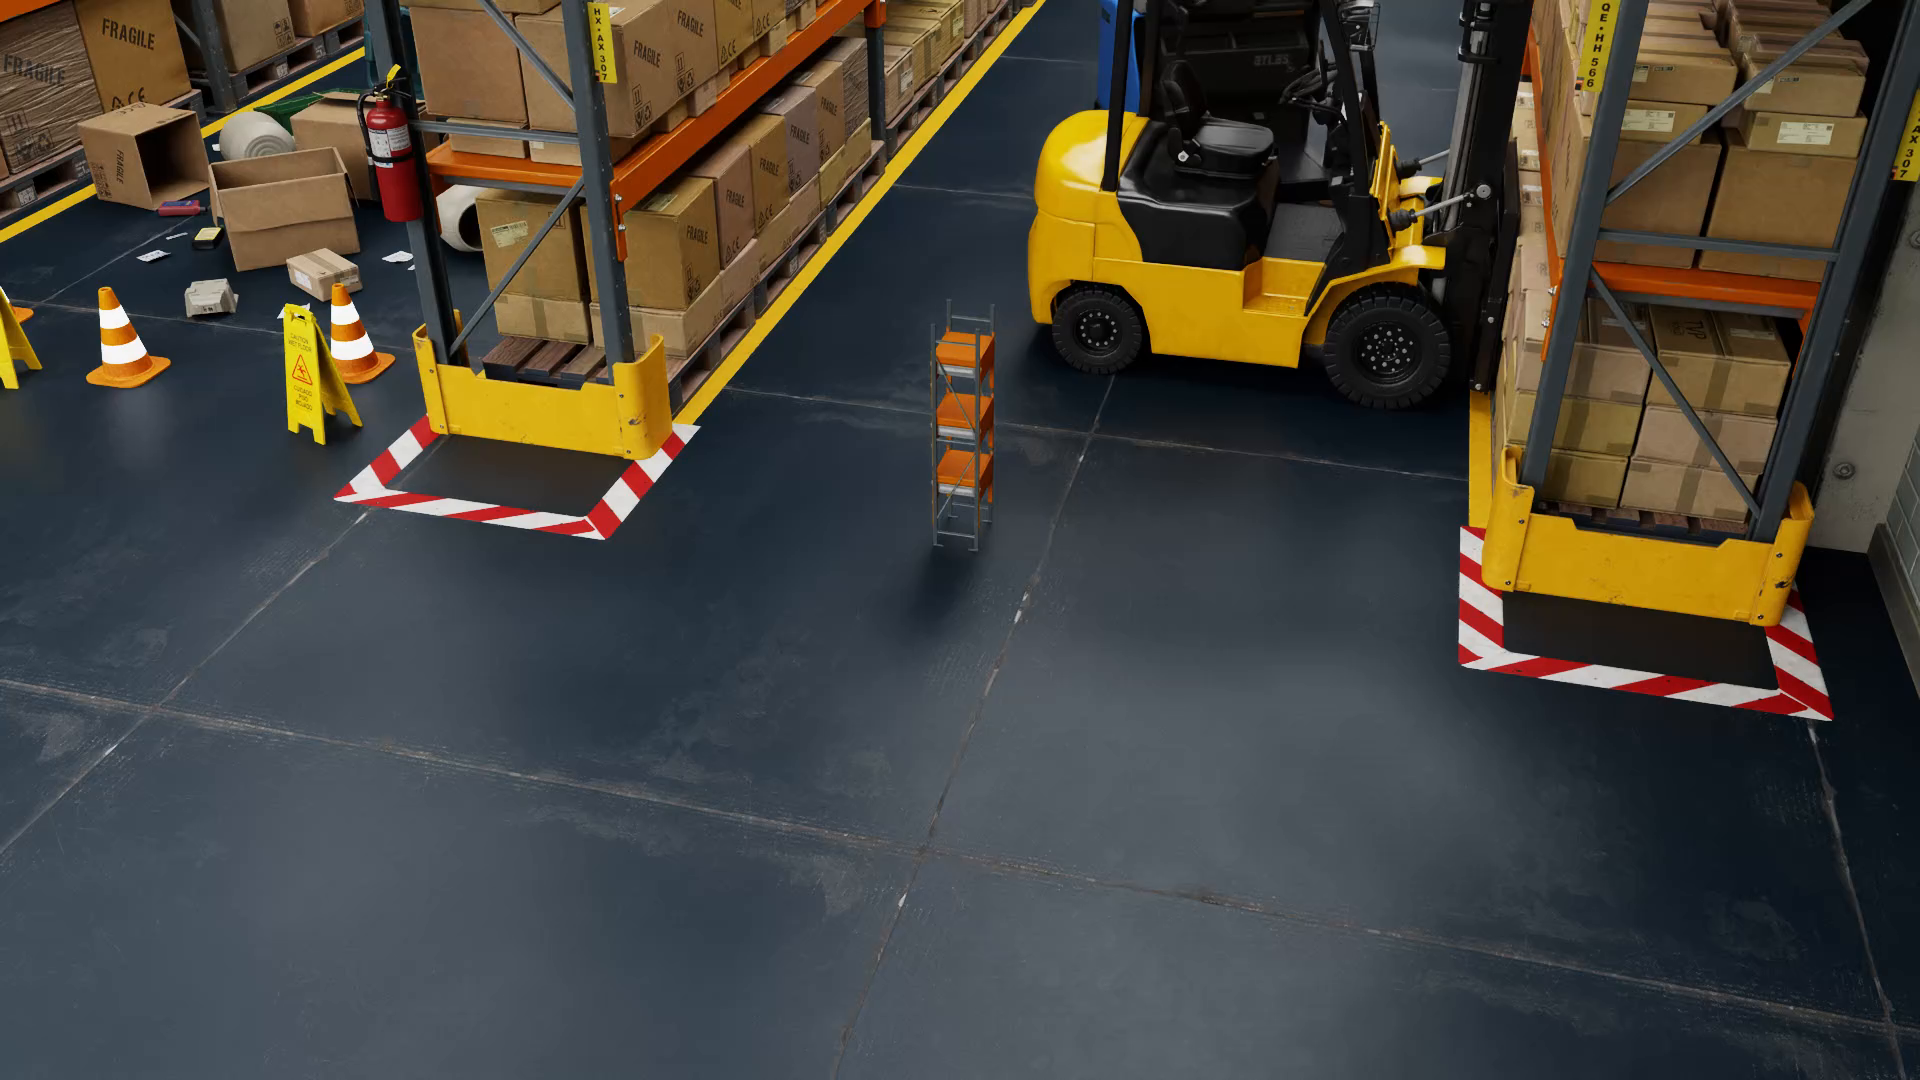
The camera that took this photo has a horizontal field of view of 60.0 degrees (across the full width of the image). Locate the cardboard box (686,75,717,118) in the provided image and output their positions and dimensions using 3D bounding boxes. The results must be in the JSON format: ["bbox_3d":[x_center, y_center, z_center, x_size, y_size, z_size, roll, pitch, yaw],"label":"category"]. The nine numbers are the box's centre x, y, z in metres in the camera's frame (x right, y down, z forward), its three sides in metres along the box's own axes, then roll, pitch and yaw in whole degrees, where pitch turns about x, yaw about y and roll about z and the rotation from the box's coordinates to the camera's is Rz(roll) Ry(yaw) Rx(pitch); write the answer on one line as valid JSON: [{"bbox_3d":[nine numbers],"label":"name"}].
[{"bbox_3d":[-1.417,-2.191,8.135,0.380,0.149,0.250,9,33,13],"label":"cardboard box"}]

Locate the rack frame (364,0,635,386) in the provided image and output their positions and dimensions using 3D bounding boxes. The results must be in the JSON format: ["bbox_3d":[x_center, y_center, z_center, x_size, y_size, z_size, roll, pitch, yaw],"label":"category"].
[{"bbox_3d":[-2.008,-1.764,7.229,1.000,3.000,0.127,8,33,12],"label":"rack frame"}]

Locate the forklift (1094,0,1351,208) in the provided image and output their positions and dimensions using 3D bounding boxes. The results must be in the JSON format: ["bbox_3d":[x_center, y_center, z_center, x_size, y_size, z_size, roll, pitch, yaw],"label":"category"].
[{"bbox_3d":[1.709,-3.304,9.715,1.130,2.935,3.031,-6,33,-9],"label":"forklift"}]

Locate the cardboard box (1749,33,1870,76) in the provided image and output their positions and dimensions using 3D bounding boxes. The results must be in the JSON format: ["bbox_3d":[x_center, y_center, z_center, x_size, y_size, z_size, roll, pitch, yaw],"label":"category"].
[{"bbox_3d":[3.214,-1.806,6.320,0.380,0.149,0.250,9,34,14],"label":"cardboard box"}]

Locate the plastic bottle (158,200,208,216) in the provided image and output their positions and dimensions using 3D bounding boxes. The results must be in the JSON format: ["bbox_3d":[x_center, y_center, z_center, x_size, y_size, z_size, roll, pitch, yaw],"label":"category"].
[{"bbox_3d":[-4.887,-2.093,10.486,0.283,0.061,0.133,-3,33,-4],"label":"plastic bottle"}]

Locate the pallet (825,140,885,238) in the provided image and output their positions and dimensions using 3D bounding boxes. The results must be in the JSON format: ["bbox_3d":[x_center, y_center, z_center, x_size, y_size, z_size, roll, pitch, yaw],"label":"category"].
[{"bbox_3d":[-1.129,-2.310,10.686,1.003,0.211,1.213,8,33,12],"label":"pallet"}]

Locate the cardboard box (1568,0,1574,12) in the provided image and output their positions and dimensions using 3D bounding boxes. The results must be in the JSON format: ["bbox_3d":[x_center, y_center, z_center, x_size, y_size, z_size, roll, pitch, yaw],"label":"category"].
[{"bbox_3d":[3.062,-2.553,7.772,0.380,0.149,0.250,7,33,11],"label":"cardboard box"}]

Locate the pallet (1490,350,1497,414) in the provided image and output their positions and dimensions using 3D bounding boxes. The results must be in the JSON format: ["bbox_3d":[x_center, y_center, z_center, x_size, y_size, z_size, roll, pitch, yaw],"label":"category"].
[{"bbox_3d":[3.259,-0.947,8.543,1.003,0.211,1.213,8,33,12],"label":"pallet"}]

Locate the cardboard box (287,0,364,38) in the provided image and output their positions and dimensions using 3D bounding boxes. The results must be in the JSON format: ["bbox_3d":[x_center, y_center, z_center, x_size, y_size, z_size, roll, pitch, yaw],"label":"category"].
[{"bbox_3d":[-5.488,-4.524,13.275,1.050,0.750,0.750,8,33,12],"label":"cardboard box"}]

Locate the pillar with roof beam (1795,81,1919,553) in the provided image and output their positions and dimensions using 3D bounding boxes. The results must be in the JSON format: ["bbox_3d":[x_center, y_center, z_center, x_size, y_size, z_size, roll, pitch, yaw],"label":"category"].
[{"bbox_3d":[-0.321,-4.447,5.857,9.100,9.000,0.400,8,33,12],"label":"pillar with roof beam"}]

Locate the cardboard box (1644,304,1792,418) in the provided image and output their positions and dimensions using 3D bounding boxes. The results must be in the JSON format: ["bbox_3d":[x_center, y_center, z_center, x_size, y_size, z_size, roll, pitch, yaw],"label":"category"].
[{"bbox_3d":[3.099,-0.753,6.878,0.500,0.250,0.500,8,33,12],"label":"cardboard box"}]

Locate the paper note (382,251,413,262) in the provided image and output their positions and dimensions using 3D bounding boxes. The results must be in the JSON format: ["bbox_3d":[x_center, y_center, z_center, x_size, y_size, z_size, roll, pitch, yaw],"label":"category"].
[{"bbox_3d":[-3.333,-1.688,9.888,0.148,0.019,0.142,20,38,29],"label":"paper note"}]

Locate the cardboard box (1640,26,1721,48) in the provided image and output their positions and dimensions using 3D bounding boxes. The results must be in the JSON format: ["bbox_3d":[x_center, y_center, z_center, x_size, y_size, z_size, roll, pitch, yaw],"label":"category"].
[{"bbox_3d":[2.714,-1.879,6.434,0.380,0.149,0.250,8,33,12],"label":"cardboard box"}]

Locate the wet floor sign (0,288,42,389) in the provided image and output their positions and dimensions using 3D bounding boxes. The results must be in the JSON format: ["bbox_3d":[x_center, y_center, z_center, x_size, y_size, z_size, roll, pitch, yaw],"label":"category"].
[{"bbox_3d":[-4.914,-1.107,8.391,0.267,0.644,0.232,3,33,4],"label":"wet floor sign"}]

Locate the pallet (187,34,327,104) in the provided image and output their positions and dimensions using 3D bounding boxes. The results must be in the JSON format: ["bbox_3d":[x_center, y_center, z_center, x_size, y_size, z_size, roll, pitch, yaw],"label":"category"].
[{"bbox_3d":[-5.684,-3.695,12.866,1.003,0.211,1.213,8,33,12],"label":"pallet"}]

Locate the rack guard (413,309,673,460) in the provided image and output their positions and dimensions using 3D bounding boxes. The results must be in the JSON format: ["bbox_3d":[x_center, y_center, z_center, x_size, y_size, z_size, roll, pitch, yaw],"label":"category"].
[{"bbox_3d":[-1.989,-0.749,7.962,1.175,0.500,0.348,8,33,12],"label":"rack guard"}]

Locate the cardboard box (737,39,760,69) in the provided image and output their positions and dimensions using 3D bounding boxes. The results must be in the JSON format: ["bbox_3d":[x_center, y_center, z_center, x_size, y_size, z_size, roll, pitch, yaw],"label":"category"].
[{"bbox_3d":[-1.279,-2.608,8.791,0.380,0.149,0.250,7,33,11],"label":"cardboard box"}]

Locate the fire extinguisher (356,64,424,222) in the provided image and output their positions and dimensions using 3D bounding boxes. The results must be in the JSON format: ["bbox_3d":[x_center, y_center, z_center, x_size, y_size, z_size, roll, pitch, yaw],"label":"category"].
[{"bbox_3d":[-2.483,-1.735,7.255,0.296,0.674,0.183,8,33,12],"label":"fire extinguisher"}]

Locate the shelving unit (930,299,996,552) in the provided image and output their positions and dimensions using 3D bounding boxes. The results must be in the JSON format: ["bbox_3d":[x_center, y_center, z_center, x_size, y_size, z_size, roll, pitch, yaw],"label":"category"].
[{"bbox_3d":[0.014,-0.471,7.012,0.215,1.050,0.252,8,33,12],"label":"shelving unit"}]

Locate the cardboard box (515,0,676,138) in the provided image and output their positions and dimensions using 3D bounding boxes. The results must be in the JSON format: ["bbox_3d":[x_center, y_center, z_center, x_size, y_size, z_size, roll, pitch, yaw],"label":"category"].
[{"bbox_3d":[-1.620,-2.140,7.450,0.500,0.500,0.500,8,33,12],"label":"cardboard box"}]

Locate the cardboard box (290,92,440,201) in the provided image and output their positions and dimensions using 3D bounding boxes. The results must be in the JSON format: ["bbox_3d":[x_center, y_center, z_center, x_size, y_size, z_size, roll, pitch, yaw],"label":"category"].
[{"bbox_3d":[-3.782,-2.510,10.603,0.797,0.637,0.503,8,33,12],"label":"cardboard box"}]

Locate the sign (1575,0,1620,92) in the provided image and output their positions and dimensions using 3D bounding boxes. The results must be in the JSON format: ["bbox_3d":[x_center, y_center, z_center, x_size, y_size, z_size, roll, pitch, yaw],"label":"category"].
[{"bbox_3d":[2.273,-1.760,5.922,0.100,0.325,0.005,8,33,12],"label":"sign"}]

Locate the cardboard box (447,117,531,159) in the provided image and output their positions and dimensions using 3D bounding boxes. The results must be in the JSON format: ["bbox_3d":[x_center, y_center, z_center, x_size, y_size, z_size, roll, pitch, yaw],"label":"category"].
[{"bbox_3d":[-2.120,-1.881,7.647,0.380,0.149,0.250,9,34,14],"label":"cardboard box"}]

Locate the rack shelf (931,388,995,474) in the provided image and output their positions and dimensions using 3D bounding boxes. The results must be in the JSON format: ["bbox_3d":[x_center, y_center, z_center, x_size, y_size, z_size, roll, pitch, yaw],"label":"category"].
[{"bbox_3d":[0.014,-0.462,7.018,0.215,0.259,0.240,8,33,12],"label":"rack shelf"}]

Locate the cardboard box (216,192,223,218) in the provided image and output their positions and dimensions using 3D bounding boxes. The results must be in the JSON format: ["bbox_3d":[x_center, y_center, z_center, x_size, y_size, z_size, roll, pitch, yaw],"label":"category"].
[{"bbox_3d":[-4.461,-2.165,10.408,0.396,0.266,0.258,14,35,21],"label":"cardboard box"}]

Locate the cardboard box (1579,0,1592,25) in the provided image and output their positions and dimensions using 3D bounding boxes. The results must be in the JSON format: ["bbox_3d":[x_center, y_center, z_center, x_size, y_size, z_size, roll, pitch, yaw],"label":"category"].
[{"bbox_3d":[2.848,-2.287,7.077,0.380,0.149,0.250,9,33,14],"label":"cardboard box"}]

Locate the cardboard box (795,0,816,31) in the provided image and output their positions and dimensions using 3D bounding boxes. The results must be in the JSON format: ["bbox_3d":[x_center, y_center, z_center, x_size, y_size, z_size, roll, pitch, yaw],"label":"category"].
[{"bbox_3d":[-1.034,-2.998,9.404,0.380,0.149,0.250,8,33,12],"label":"cardboard box"}]

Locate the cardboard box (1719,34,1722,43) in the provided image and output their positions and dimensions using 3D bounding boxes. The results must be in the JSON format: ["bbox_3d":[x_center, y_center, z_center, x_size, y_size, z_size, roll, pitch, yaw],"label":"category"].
[{"bbox_3d":[3.526,-2.204,7.224,0.380,0.149,0.250,9,34,14],"label":"cardboard box"}]

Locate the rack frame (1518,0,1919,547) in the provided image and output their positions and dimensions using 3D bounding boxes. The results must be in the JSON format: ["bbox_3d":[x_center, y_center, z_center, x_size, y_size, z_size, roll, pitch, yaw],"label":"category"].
[{"bbox_3d":[2.794,-1.090,6.169,1.000,3.000,0.127,8,33,12],"label":"rack frame"}]

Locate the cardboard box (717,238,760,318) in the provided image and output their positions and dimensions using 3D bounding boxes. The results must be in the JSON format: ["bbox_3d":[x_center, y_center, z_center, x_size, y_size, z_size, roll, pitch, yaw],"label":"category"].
[{"bbox_3d":[-1.399,-1.426,8.868,0.500,0.250,0.500,9,34,14],"label":"cardboard box"}]

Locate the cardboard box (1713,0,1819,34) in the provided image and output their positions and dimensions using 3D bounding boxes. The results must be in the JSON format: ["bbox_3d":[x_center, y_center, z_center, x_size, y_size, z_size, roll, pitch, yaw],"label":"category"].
[{"bbox_3d":[3.358,-2.214,6.961,0.380,0.149,0.250,9,34,14],"label":"cardboard box"}]

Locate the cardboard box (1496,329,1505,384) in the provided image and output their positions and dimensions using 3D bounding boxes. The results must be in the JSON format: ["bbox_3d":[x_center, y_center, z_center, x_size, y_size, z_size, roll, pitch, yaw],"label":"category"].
[{"bbox_3d":[2.879,-0.909,8.056,0.500,0.250,0.500,8,33,13],"label":"cardboard box"}]

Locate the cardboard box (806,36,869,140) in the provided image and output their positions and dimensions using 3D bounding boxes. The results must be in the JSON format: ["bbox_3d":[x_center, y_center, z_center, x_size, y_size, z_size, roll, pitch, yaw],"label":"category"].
[{"bbox_3d":[-0.883,-2.830,10.378,0.500,0.500,0.500,8,33,12],"label":"cardboard box"}]

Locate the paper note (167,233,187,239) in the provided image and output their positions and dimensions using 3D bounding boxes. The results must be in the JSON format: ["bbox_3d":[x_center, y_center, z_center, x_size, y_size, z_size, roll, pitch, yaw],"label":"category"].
[{"bbox_3d":[-4.787,-1.859,10.165,0.032,0.001,0.123,28,42,36],"label":"paper note"}]

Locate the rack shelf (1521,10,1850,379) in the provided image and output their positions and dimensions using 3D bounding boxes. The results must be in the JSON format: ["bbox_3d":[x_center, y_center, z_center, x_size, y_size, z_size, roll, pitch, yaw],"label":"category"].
[{"bbox_3d":[3.302,-1.825,7.995,1.077,0.370,4.000,8,33,12],"label":"rack shelf"}]

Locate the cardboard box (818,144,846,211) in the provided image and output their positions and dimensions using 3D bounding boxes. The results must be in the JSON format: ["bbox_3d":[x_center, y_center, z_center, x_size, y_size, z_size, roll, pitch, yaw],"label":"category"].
[{"bbox_3d":[-1.008,-2.236,10.142,0.500,0.250,0.500,7,33,11],"label":"cardboard box"}]

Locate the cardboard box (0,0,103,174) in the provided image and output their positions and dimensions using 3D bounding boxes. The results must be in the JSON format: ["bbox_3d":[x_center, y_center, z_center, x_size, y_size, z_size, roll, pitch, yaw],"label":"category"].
[{"bbox_3d":[-6.259,-2.957,10.694,0.875,0.875,0.875,8,33,13],"label":"cardboard box"}]

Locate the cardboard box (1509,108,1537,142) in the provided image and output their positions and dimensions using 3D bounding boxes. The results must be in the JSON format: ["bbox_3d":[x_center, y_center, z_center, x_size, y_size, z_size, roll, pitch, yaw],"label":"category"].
[{"bbox_3d":[3.243,-2.132,9.048,0.500,0.250,0.500,8,33,12],"label":"cardboard box"}]

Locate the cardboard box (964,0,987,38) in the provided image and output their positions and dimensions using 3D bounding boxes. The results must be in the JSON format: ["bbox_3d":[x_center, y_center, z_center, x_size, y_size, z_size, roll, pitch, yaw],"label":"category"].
[{"bbox_3d":[-0.310,-4.308,13.288,0.950,0.372,0.625,7,33,11],"label":"cardboard box"}]

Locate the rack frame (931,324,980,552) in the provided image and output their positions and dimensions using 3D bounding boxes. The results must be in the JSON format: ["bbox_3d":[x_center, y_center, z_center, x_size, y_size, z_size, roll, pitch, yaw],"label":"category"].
[{"bbox_3d":[-0.017,-0.408,6.912,0.200,1.050,0.008,8,33,12],"label":"rack frame"}]

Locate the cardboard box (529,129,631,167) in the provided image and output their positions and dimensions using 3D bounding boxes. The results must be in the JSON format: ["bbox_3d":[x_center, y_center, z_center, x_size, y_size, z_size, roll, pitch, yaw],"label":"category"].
[{"bbox_3d":[-1.722,-1.806,7.529,0.380,0.149,0.250,8,33,13],"label":"cardboard box"}]

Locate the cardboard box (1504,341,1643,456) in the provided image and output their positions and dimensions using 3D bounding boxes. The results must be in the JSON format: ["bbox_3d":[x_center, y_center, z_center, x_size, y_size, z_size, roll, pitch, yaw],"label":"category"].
[{"bbox_3d":[2.615,-0.613,7.124,0.500,0.250,0.500,8,33,12],"label":"cardboard box"}]

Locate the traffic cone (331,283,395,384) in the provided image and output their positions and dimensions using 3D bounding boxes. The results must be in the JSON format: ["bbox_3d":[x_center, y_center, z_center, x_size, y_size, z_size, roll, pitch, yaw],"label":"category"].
[{"bbox_3d":[-3.147,-1.092,8.537,0.336,0.463,0.334,8,33,12],"label":"traffic cone"}]

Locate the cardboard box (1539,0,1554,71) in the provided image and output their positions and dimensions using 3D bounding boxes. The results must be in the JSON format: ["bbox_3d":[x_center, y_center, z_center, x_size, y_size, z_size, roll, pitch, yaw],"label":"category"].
[{"bbox_3d":[3.328,-2.741,8.672,0.500,0.500,0.500,9,33,13],"label":"cardboard box"}]

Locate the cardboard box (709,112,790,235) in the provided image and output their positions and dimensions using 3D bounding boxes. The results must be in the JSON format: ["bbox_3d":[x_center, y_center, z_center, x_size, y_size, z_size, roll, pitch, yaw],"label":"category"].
[{"bbox_3d":[-1.267,-2.022,9.107,0.500,0.500,0.500,9,33,13],"label":"cardboard box"}]

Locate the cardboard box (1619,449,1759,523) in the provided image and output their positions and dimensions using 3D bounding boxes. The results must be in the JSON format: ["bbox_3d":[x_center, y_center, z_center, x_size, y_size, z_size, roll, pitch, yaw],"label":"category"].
[{"bbox_3d":[3.108,-0.335,7.153,0.500,0.250,0.500,8,33,13],"label":"cardboard box"}]

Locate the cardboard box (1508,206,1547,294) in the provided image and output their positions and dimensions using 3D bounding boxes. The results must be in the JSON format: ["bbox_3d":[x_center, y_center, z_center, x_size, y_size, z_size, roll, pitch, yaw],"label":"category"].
[{"bbox_3d":[2.852,-1.339,7.801,0.500,0.250,0.500,8,33,13],"label":"cardboard box"}]

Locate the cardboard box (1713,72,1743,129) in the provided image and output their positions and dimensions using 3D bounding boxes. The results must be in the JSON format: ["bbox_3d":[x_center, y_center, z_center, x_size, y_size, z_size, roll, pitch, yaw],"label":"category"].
[{"bbox_3d":[3.132,-1.684,6.405,0.380,0.149,0.250,8,33,12],"label":"cardboard box"}]

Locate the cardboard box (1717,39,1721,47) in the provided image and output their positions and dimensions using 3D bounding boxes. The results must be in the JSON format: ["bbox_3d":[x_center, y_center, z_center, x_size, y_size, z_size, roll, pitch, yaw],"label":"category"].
[{"bbox_3d":[3.423,-1.887,7.329,0.500,0.500,0.500,8,33,12],"label":"cardboard box"}]

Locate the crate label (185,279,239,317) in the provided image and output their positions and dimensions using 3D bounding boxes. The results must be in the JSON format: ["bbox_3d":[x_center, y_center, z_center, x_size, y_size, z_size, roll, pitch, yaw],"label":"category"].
[{"bbox_3d":[-4.167,-1.346,9.239,0.250,0.136,0.298,-8,33,-13],"label":"crate label"}]

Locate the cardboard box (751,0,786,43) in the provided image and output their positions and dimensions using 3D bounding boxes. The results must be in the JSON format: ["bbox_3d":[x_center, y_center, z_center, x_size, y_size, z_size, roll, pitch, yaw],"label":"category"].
[{"bbox_3d":[-1.242,-2.939,8.706,0.500,0.500,0.500,7,33,11],"label":"cardboard box"}]

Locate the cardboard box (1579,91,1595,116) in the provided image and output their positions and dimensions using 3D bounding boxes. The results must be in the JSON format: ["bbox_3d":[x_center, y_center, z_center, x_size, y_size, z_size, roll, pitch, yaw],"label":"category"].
[{"bbox_3d":[2.647,-1.761,6.526,0.380,0.149,0.250,9,33,13],"label":"cardboard box"}]

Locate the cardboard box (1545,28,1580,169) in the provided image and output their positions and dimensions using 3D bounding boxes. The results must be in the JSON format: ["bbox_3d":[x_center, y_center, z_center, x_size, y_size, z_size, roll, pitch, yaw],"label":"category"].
[{"bbox_3d":[2.935,-1.958,7.440,0.500,0.500,0.500,7,33,11],"label":"cardboard box"}]

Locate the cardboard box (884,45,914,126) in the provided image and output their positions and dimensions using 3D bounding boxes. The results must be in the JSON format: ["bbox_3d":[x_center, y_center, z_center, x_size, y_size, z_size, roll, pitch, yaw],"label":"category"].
[{"bbox_3d":[-0.862,-3.181,11.515,0.950,0.372,0.625,8,33,13],"label":"cardboard box"}]

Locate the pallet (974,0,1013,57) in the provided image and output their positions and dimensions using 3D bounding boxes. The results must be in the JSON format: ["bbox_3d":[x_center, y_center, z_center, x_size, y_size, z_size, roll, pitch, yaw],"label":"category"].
[{"bbox_3d":[-0.178,-4.333,13.870,1.003,0.211,1.213,8,33,12],"label":"pallet"}]
